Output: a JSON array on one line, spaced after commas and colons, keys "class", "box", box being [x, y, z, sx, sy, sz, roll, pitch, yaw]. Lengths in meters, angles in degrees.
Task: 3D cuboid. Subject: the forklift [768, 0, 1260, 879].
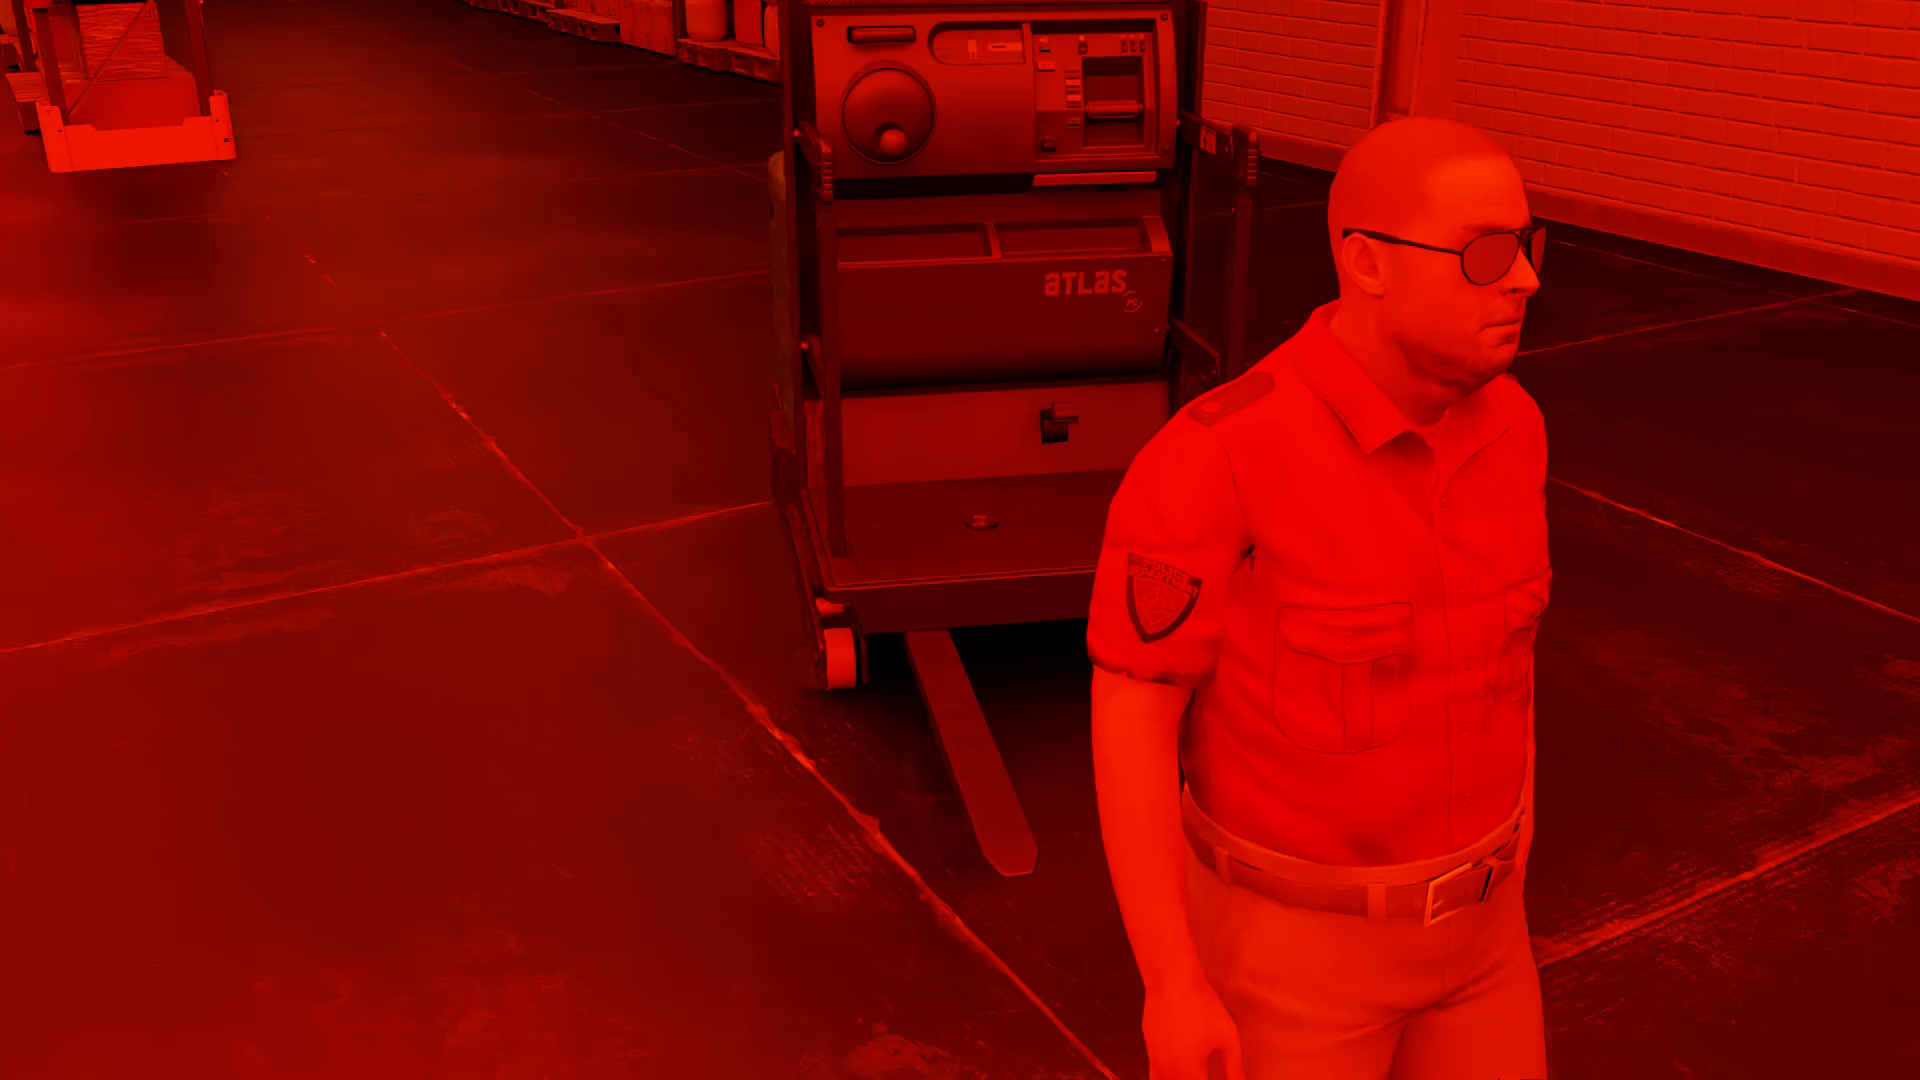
[{"class": "forklift", "box": [0.134, -1.122, 4.007, 1.130, 2.935, 3.031, -4, 23, -10]}]

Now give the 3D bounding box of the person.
[{"class": "person", "box": [0.464, 0.456, 1.792, 0.620, 1.754, 0.483, -12, 25, -28]}]
